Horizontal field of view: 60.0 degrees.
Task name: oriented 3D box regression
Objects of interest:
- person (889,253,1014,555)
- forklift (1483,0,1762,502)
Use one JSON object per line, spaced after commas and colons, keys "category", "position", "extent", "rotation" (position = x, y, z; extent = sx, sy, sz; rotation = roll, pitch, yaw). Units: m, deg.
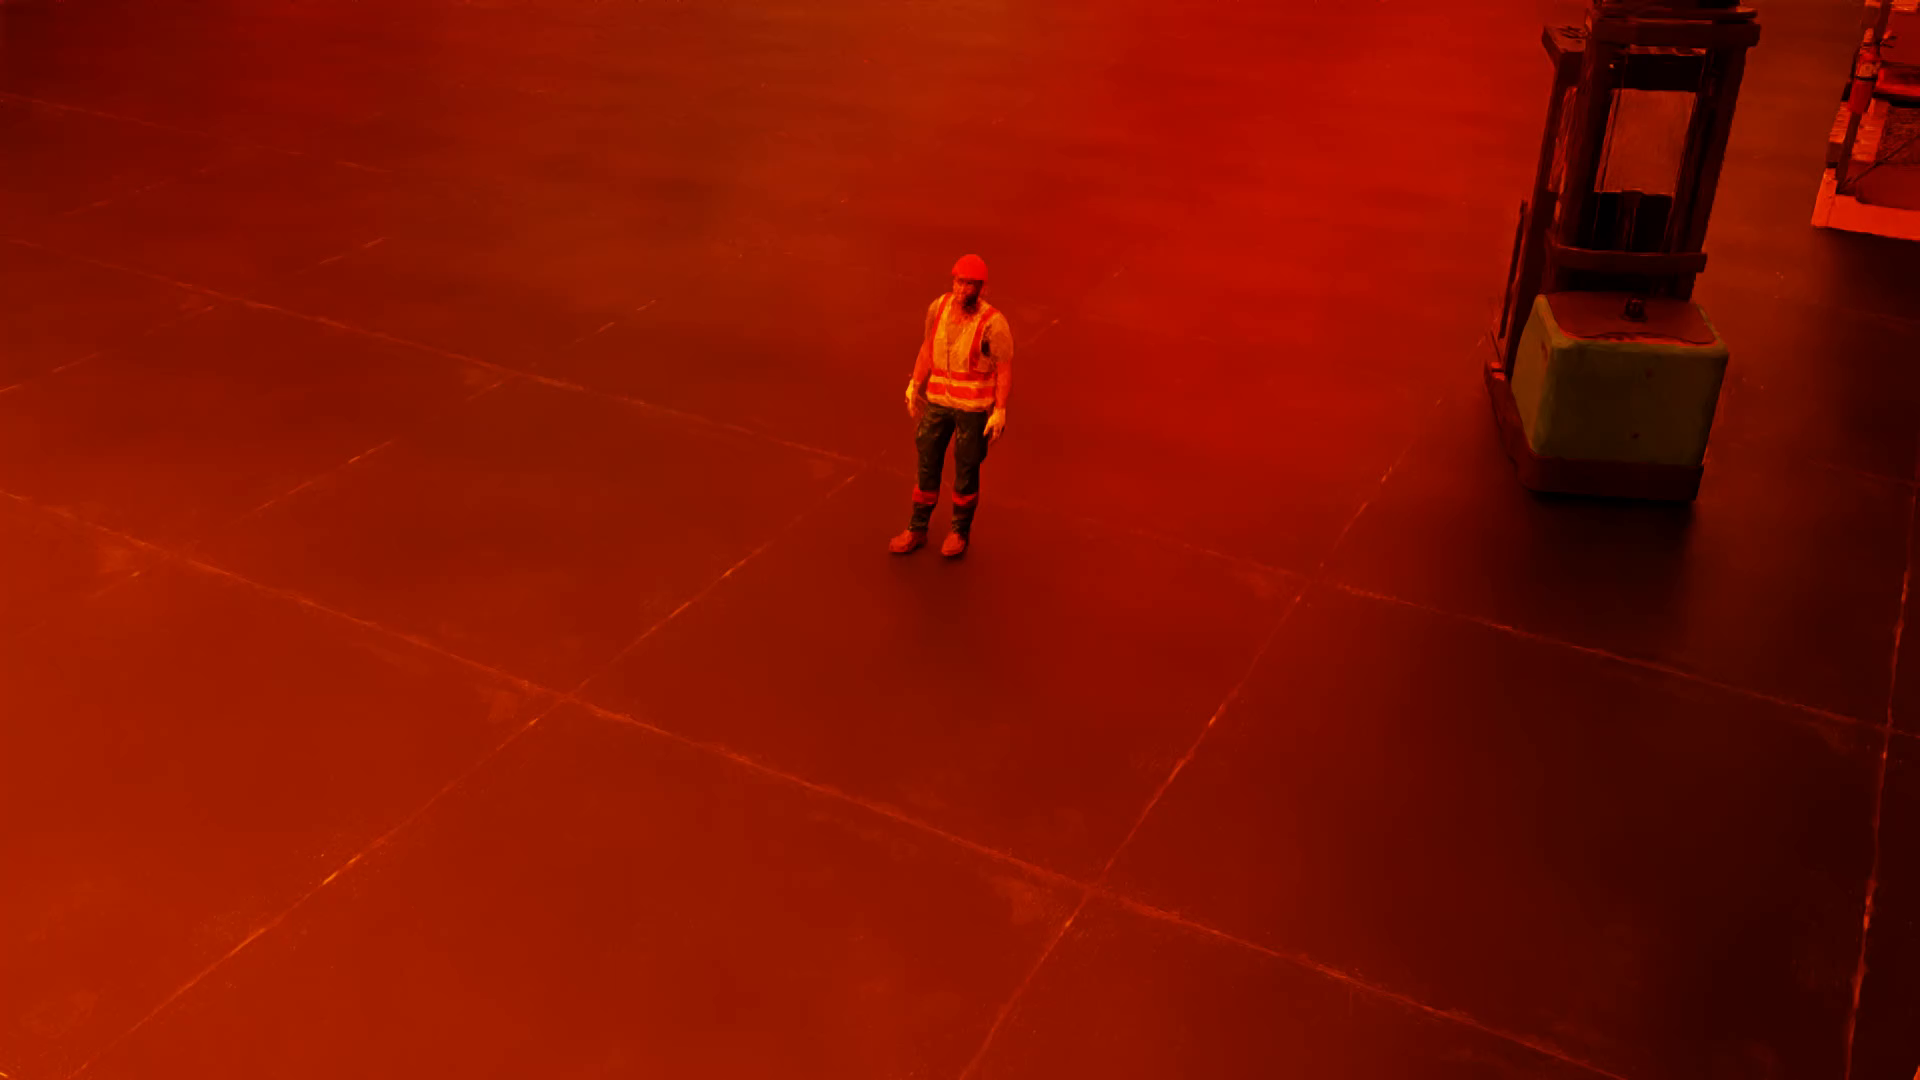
{"category": "person", "position": [-0.049, -0.748, 9.496], "extent": [0.637, 1.787, 0.563], "rotation": [15, 33, 25]}
{"category": "forklift", "position": [4.279, -2.223, 10.923], "extent": [1.130, 2.935, 3.031], "rotation": [4, 30, 8]}
